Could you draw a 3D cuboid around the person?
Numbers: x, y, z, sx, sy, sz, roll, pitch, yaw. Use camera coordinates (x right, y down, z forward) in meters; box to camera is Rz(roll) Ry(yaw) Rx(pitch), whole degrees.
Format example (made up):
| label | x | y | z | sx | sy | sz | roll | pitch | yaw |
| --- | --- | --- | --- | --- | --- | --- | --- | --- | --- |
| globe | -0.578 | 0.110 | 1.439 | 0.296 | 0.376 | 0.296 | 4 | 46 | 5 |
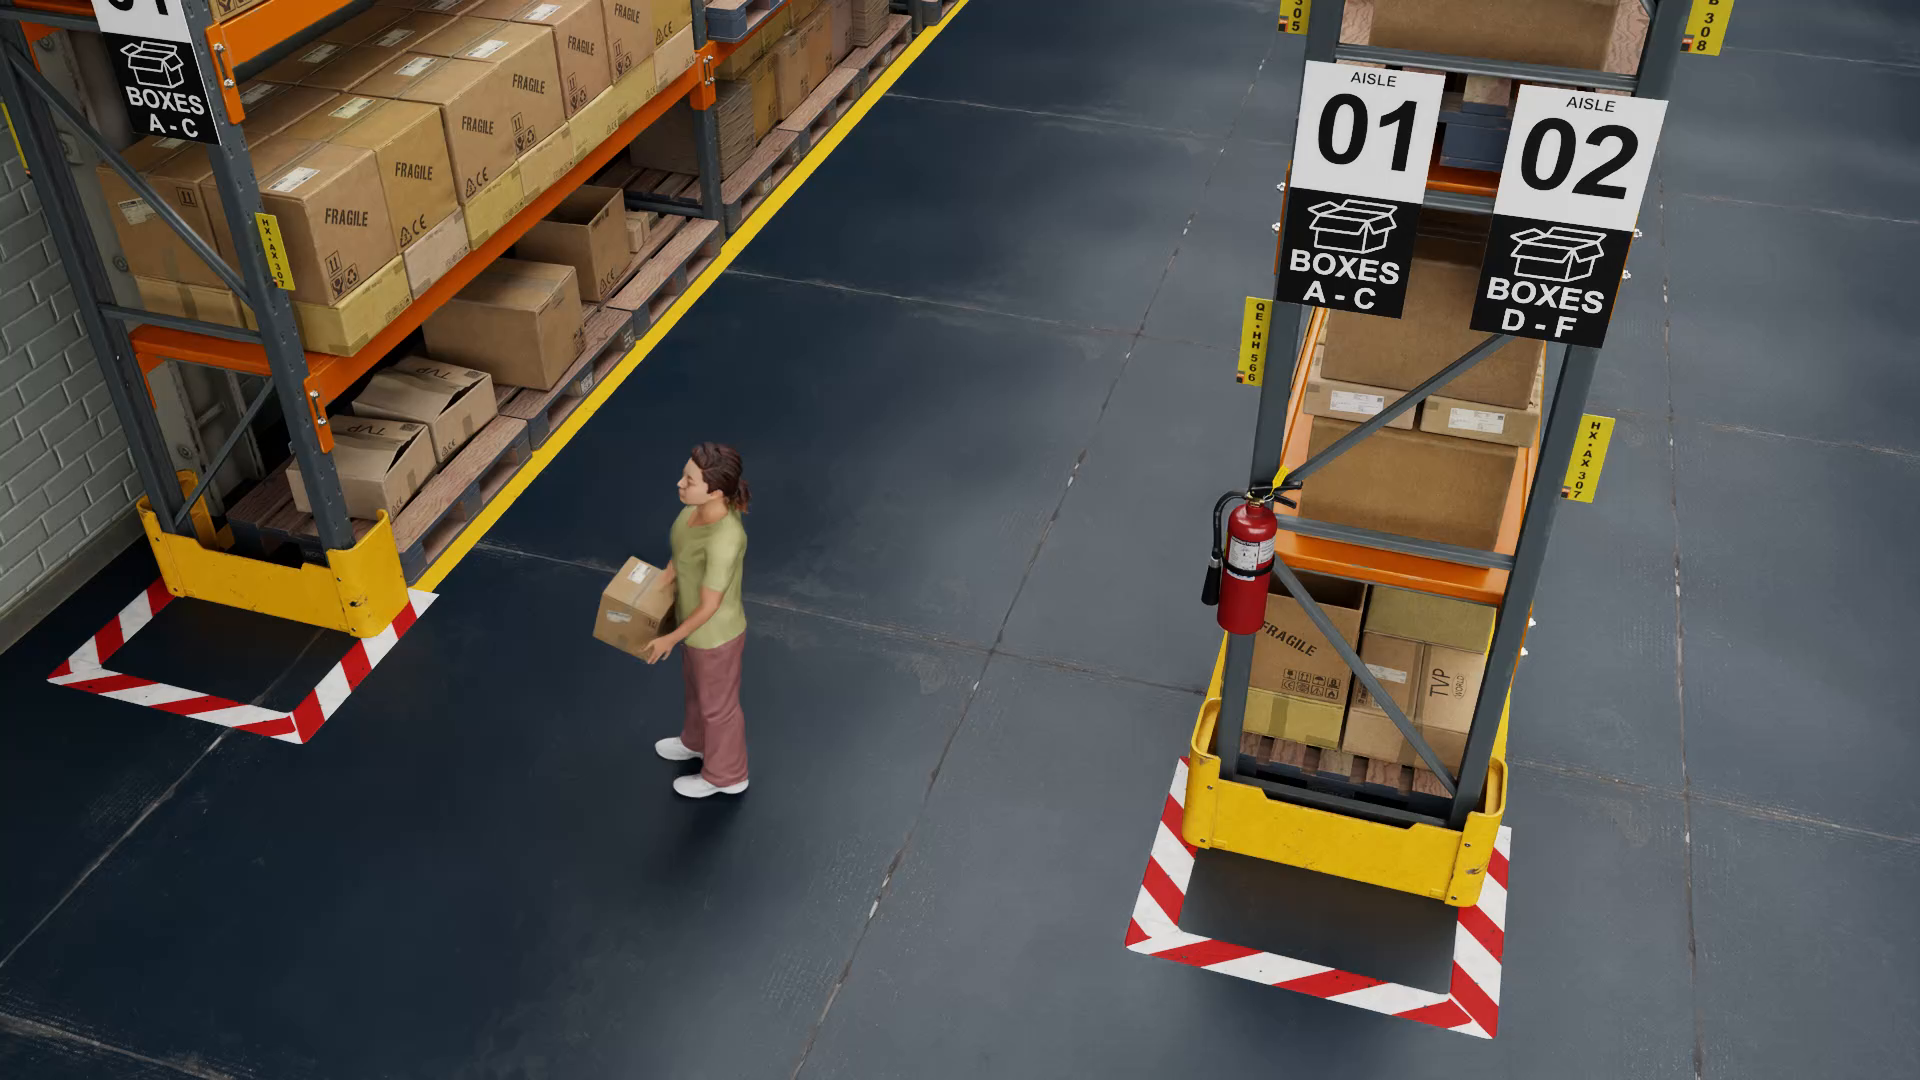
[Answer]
| label | x | y | z | sx | sy | sz | roll | pitch | yaw |
| --- | --- | --- | --- | --- | --- | --- | --- | --- | --- |
| person | -1.003 | 0.325 | 6.454 | 0.487 | 1.680 | 0.510 | -11 | 38 | -14 |
